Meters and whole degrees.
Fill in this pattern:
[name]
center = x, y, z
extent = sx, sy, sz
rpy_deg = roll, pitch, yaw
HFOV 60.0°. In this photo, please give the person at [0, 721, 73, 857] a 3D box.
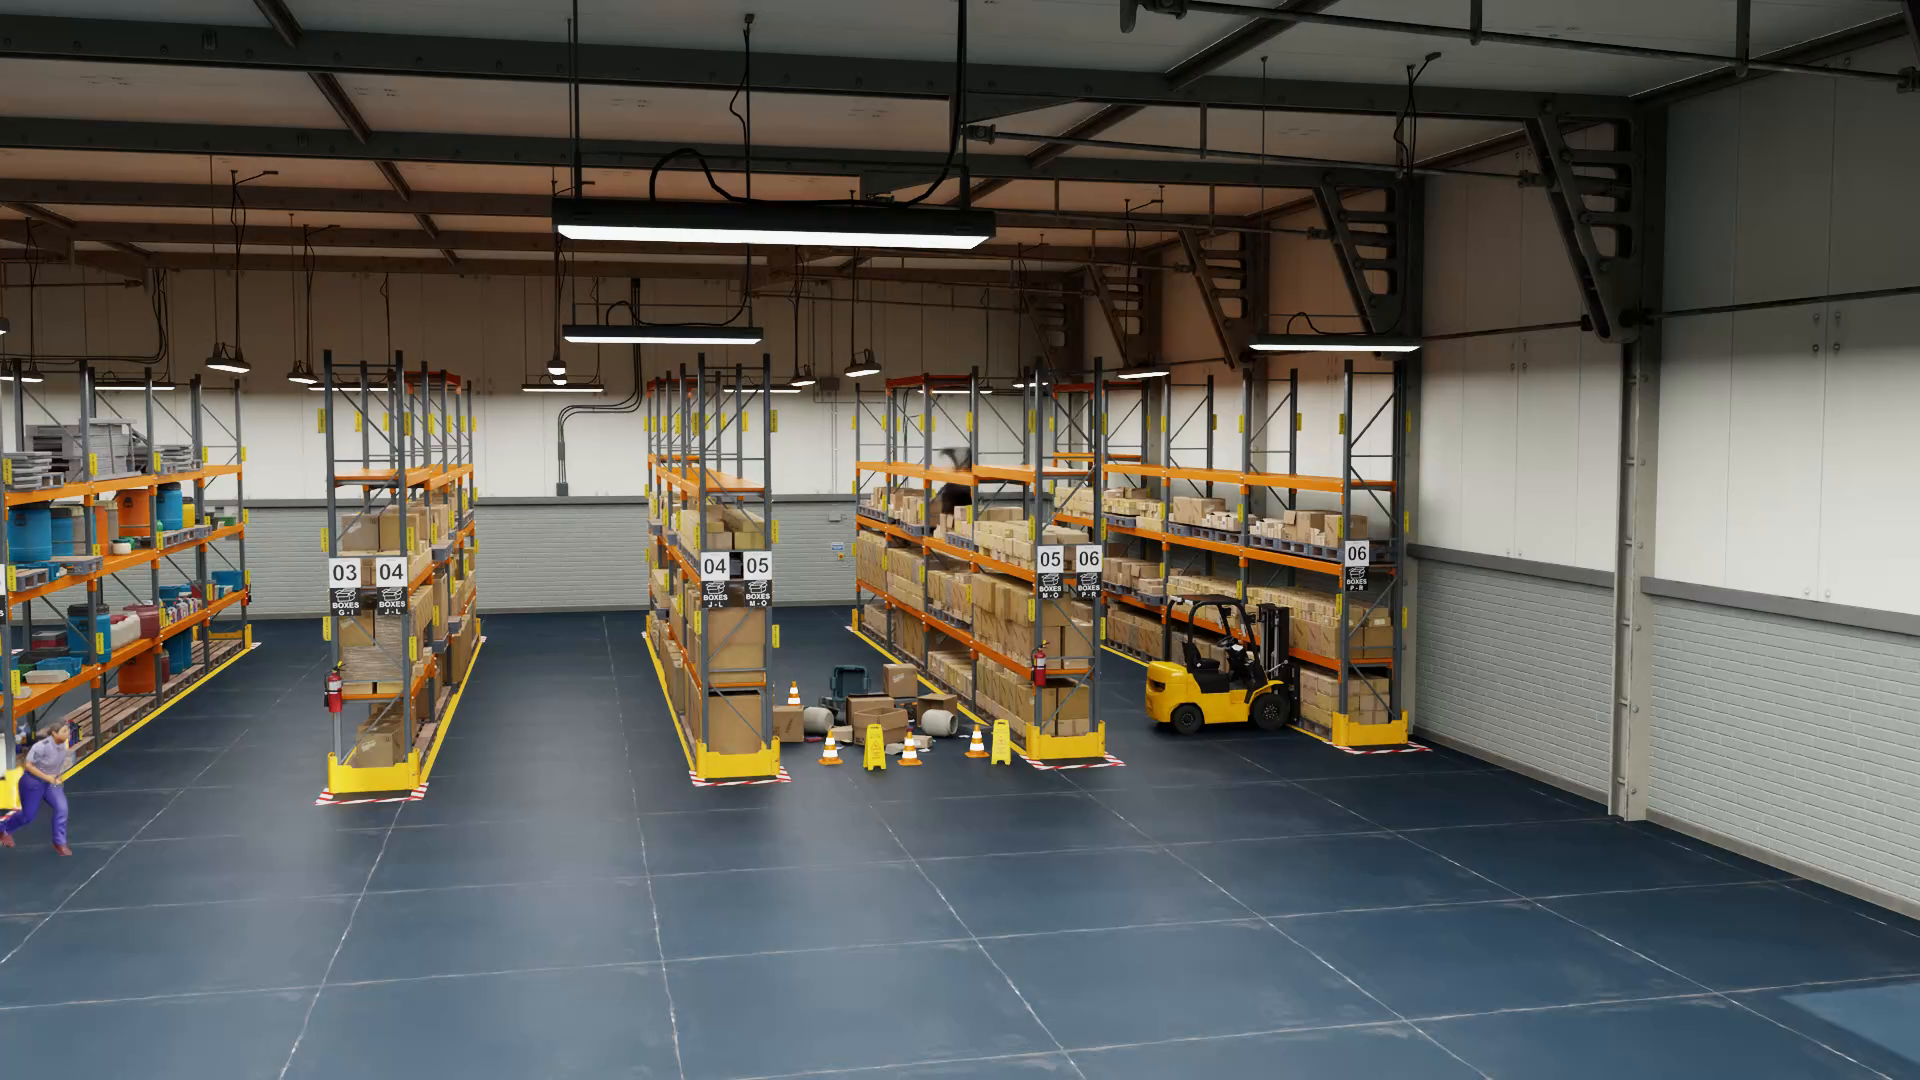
[person]
center = -10.790, 2.893, 19.385
extent = 0.976, 1.612, 0.635
rpy_deg = 1, 4, 8
